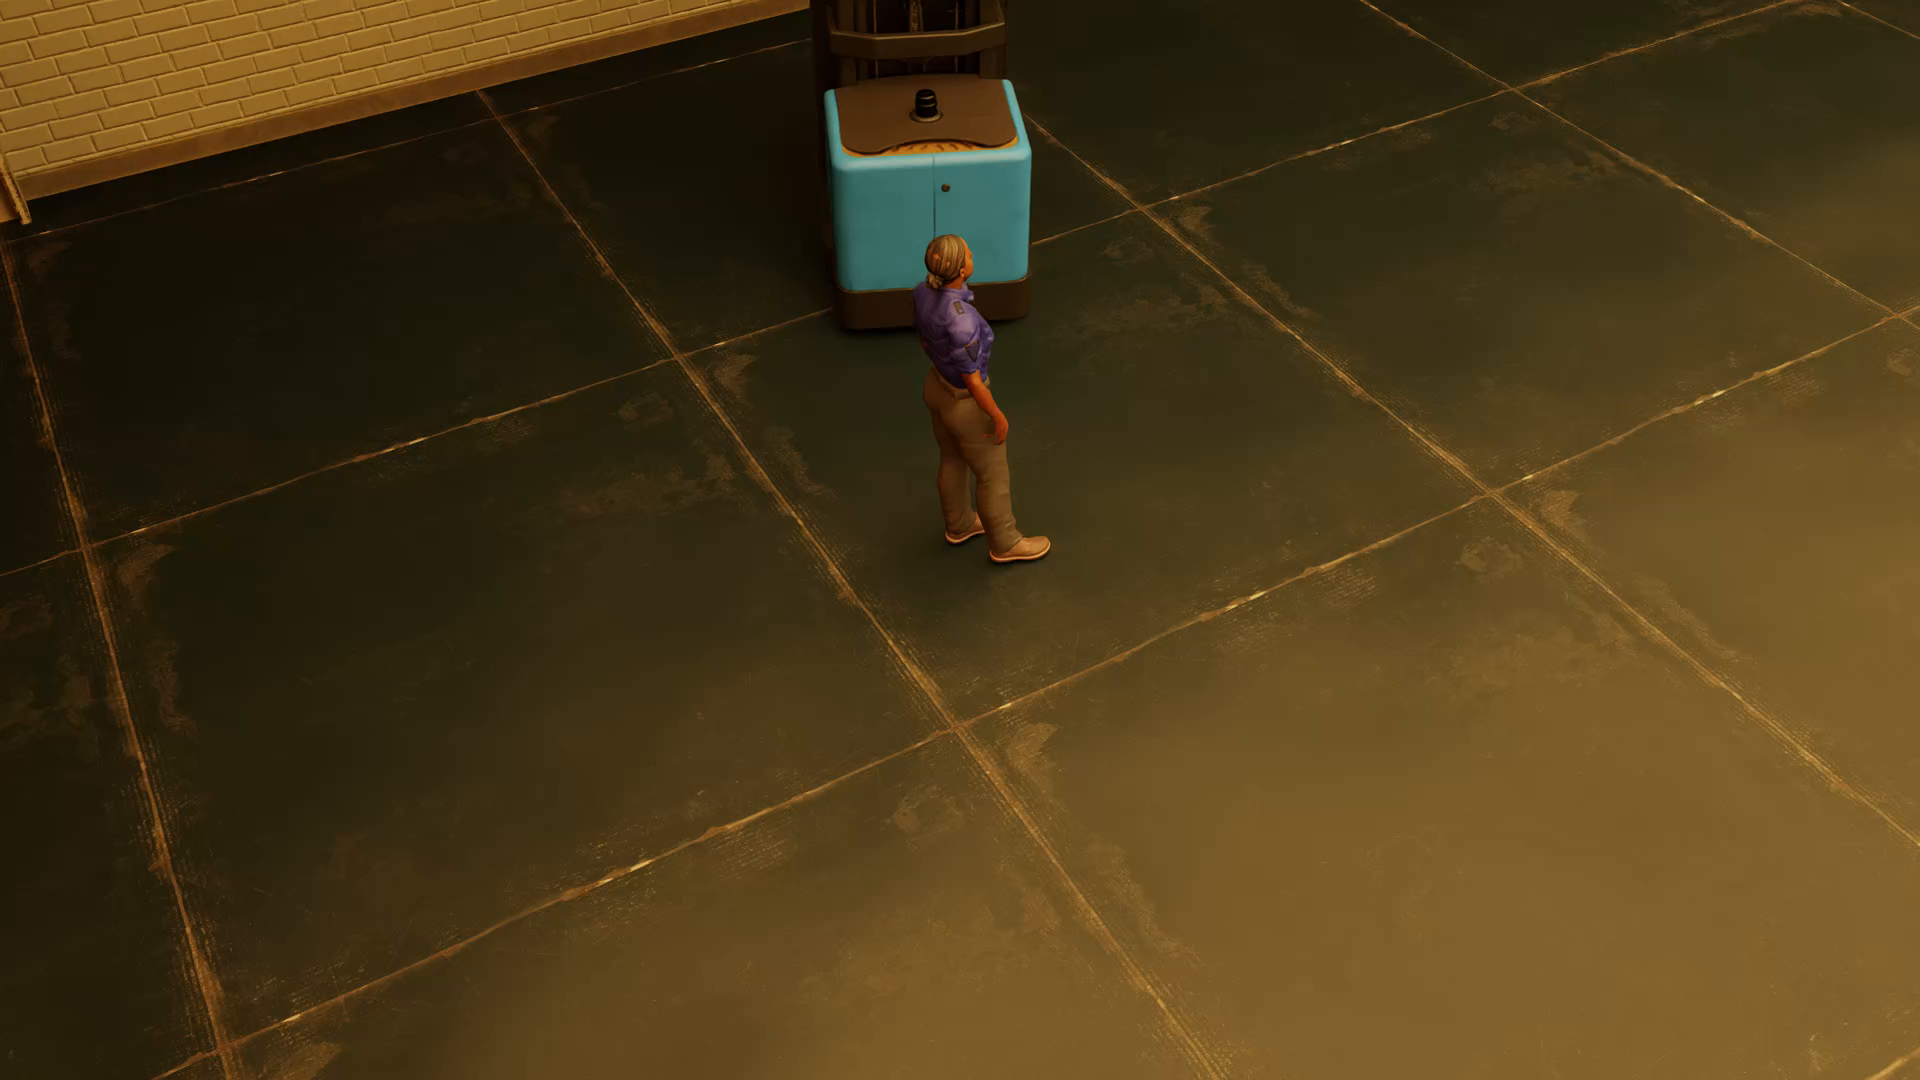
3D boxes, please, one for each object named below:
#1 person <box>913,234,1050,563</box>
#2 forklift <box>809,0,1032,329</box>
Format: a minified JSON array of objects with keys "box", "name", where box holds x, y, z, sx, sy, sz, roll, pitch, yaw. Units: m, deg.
[{"box":[0.086,-0.630,7.306,0.503,1.656,0.570,-21,47,-21],"name":"person"},{"box":[-0.305,-3.214,9.164,1.130,2.935,3.031,-5,43,-5],"name":"forklift"}]
